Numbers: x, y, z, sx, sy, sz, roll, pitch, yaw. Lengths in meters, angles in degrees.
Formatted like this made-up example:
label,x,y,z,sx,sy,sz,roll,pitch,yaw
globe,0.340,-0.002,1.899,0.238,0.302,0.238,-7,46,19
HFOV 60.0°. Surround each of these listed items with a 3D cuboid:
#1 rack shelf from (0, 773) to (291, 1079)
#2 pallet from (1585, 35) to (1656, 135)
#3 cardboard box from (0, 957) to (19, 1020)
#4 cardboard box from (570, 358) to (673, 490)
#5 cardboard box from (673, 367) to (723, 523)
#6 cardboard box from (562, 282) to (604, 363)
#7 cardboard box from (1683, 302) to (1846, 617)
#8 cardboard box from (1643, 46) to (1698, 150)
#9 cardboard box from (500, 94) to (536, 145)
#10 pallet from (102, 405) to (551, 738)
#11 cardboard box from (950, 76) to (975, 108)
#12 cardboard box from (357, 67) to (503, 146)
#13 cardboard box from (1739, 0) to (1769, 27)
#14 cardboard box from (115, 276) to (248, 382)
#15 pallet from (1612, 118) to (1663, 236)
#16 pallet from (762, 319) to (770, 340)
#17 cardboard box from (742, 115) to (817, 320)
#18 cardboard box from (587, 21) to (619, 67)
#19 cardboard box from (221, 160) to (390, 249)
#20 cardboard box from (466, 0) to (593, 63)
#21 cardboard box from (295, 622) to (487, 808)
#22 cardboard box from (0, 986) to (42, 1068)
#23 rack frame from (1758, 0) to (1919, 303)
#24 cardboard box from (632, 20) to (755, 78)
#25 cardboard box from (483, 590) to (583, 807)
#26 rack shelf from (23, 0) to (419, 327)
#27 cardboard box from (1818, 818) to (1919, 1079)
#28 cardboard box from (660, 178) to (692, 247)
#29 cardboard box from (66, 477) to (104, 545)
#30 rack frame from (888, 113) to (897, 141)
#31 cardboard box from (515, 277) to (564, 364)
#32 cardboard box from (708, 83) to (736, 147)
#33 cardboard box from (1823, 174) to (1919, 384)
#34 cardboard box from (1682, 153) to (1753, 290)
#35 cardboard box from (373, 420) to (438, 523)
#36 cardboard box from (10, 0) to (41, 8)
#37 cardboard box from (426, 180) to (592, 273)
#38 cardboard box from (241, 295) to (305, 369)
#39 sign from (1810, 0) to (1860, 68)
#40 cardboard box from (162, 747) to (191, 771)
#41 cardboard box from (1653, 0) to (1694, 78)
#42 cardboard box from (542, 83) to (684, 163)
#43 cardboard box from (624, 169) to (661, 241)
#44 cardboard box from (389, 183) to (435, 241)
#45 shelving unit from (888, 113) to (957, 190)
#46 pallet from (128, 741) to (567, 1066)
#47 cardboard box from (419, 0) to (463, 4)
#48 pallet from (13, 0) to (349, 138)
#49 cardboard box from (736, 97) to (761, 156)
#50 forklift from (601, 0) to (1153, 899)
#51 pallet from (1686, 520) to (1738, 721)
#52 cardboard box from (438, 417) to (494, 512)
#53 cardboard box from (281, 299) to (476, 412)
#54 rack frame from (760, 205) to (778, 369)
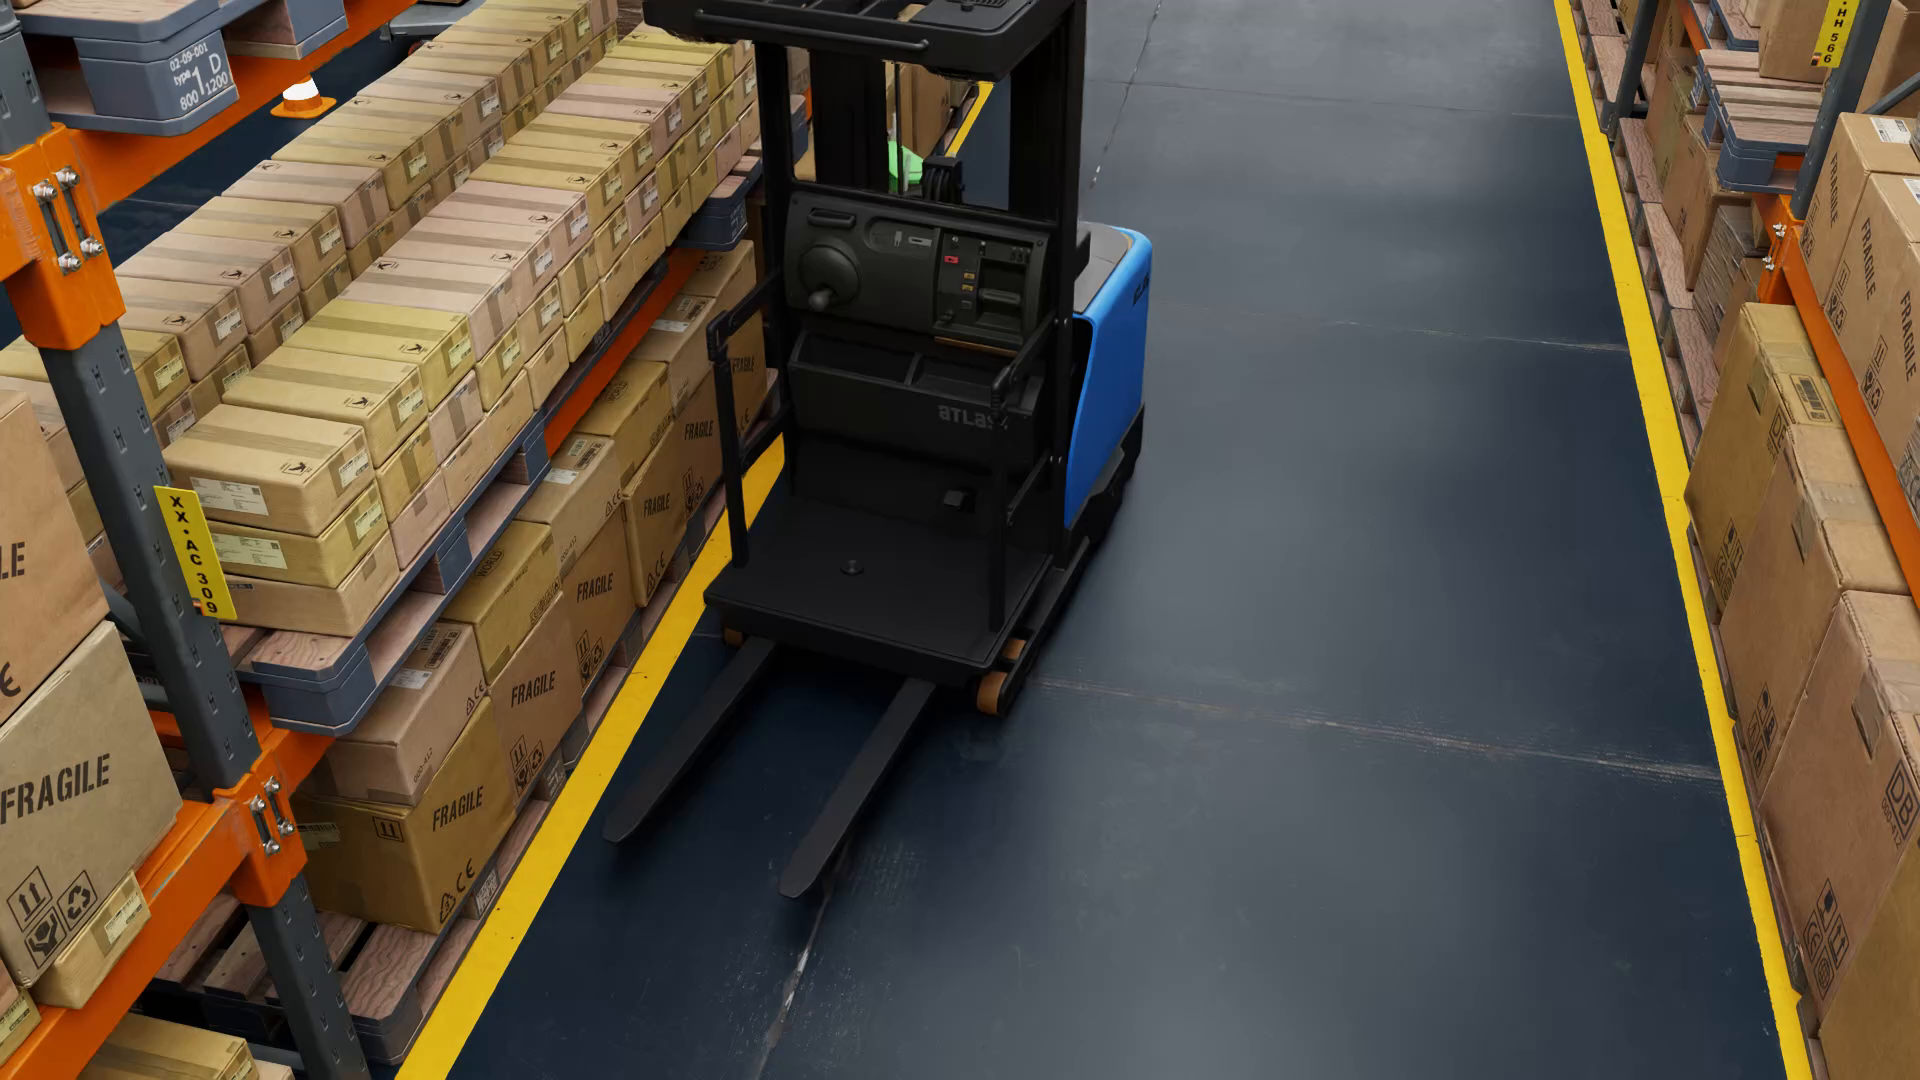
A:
label,x,y,z,sx,sy,sz,roll,pitch,yaw
rack shelf,-2.530,1.754,2.386,1.077,0.370,4.000,7,37,10
pallet,4.539,-2.851,10.503,1.003,0.211,1.213,7,37,10
cardboard box,-2.042,0.766,2.799,0.500,0.500,0.500,6,36,9
cardboard box,-1.360,-0.433,5.925,0.500,0.250,0.500,8,37,11
cardboard box,-1.248,-0.427,6.556,0.500,0.500,0.500,9,37,12
cardboard box,-1.296,-0.669,4.974,0.380,0.149,0.250,7,36,9
cardboard box,3.408,-0.214,5.942,1.225,0.875,0.875,6,36,8
cardboard box,4.278,-2.407,9.270,0.700,0.500,0.500,5,36,6
cardboard box,-1.711,-1.460,5.811,0.380,0.149,0.250,7,37,10
pallet,-1.798,-0.026,4.393,1.003,0.211,1.213,7,37,10
cardboard box,-0.439,-3.162,10.116,1.050,0.750,0.750,7,37,10
cardboard box,-1.761,-1.444,5.535,0.380,0.149,0.250,9,37,12
cardboard box,3.668,-2.403,7.266,0.396,0.266,0.258,6,36,9
cardboard box,-2.094,-0.549,4.301,0.380,0.149,0.250,6,36,8
pallet,4.265,-2.015,9.350,1.003,0.211,1.213,7,37,10
pallet,-1.006,-1.290,8.350,1.003,0.211,1.213,7,37,10
cardboard box,-1.031,-1.574,7.924,1.050,0.750,0.750,7,36,9
cardboard box,-1.548,-1.914,6.437,0.380,0.149,0.250,9,37,12
cardboard box,-1.929,-0.994,4.915,0.380,0.149,0.250,6,36,8
cardboard box,-1.591,-1.891,6.152,0.380,0.149,0.250,6,36,9
cardboard box,-1.687,0.464,4.686,0.500,0.250,0.500,6,36,8
cardboard box,-1.999,0.918,3.141,0.380,0.149,0.250,9,37,12
rack frame,3.575,-1.297,5.984,1.000,3.000,0.127,7,37,10
cardboard box,-0.961,-1.804,6.032,0.380,0.149,0.250,7,36,9
cardboard box,-1.575,0.465,5.325,0.500,0.500,0.500,9,37,12
rack shelf,-1.676,-1.753,4.670,1.077,0.370,4.000,7,37,10
cardboard box,2.838,1.317,3.830,1.225,0.875,0.875,7,37,10
cardboard box,-1.127,-1.118,5.593,0.380,0.149,0.250,6,36,8
cardboard box,-2.211,-0.125,3.969,0.380,0.149,0.250,8,37,11
rack frame,-0.462,-1.352,7.565,0.240,1.200,0.015,-10,36,-31
cardboard box,-1.351,-0.641,4.682,0.380,0.149,0.250,9,37,12
cardboard box,-1.018,-1.521,5.895,0.380,0.149,0.250,8,37,11
cardboard box,3.098,-0.797,5.209,0.500,0.500,0.500,6,36,9
cardboard box,3.919,-1.495,8.012,0.700,0.500,0.500,10,37,14
cardboard box,-1.516,-0.189,4.058,0.380,0.149,0.250,7,36,9
cardboard box,-1.915,-1.312,3.005,0.700,0.500,0.500,7,37,10
cardboard box,-1.294,-0.902,4.788,0.380,0.149,0.250,9,37,12
cardboard box,-2.046,-0.576,4.591,0.380,0.149,0.250,6,36,8
sign,3.043,-1.796,5.753,0.100,0.325,0.005,7,37,10
cardboard box,-2.191,0.396,4.780,0.500,0.250,0.500,6,36,9
cardboard box,4.554,-2.973,10.067,0.500,0.500,0.500,6,36,9
cardboard box,-1.128,-1.363,5.423,0.380,0.149,0.250,7,37,10
cardboard box,-1.183,-1.085,5.294,0.380,0.149,0.250,8,37,11
cardboard box,-1.875,-1.020,5.204,0.380,0.149,0.250,9,37,12
shelving unit,-0.335,-1.229,7.396,0.258,1.200,0.503,-10,36,-31
pallet,-1.938,0.999,5.192,1.003,0.211,1.213,7,37,10
cardboard box,-3.506,-3.921,11.089,0.500,0.500,0.500,7,37,10
pallet,-1.867,-1.163,3.402,1.213,0.211,1.003,7,37,10
cardboard box,-0.960,-1.563,6.206,0.380,0.149,0.250,7,37,10
forklift,-0.236,-0.845,5.418,1.130,2.935,3.031,13,38,17
pallet,3.333,0.275,6.191,1.003,0.211,1.213,7,37,10
cardboard box,-1.459,-0.223,4.357,0.380,0.149,0.250,8,37,10
cardboard box,-1.458,-0.468,4.189,0.380,0.149,0.250,8,37,10
rack frame,-1.249,-1.977,6.921,1.000,3.000,0.127,7,37,10
